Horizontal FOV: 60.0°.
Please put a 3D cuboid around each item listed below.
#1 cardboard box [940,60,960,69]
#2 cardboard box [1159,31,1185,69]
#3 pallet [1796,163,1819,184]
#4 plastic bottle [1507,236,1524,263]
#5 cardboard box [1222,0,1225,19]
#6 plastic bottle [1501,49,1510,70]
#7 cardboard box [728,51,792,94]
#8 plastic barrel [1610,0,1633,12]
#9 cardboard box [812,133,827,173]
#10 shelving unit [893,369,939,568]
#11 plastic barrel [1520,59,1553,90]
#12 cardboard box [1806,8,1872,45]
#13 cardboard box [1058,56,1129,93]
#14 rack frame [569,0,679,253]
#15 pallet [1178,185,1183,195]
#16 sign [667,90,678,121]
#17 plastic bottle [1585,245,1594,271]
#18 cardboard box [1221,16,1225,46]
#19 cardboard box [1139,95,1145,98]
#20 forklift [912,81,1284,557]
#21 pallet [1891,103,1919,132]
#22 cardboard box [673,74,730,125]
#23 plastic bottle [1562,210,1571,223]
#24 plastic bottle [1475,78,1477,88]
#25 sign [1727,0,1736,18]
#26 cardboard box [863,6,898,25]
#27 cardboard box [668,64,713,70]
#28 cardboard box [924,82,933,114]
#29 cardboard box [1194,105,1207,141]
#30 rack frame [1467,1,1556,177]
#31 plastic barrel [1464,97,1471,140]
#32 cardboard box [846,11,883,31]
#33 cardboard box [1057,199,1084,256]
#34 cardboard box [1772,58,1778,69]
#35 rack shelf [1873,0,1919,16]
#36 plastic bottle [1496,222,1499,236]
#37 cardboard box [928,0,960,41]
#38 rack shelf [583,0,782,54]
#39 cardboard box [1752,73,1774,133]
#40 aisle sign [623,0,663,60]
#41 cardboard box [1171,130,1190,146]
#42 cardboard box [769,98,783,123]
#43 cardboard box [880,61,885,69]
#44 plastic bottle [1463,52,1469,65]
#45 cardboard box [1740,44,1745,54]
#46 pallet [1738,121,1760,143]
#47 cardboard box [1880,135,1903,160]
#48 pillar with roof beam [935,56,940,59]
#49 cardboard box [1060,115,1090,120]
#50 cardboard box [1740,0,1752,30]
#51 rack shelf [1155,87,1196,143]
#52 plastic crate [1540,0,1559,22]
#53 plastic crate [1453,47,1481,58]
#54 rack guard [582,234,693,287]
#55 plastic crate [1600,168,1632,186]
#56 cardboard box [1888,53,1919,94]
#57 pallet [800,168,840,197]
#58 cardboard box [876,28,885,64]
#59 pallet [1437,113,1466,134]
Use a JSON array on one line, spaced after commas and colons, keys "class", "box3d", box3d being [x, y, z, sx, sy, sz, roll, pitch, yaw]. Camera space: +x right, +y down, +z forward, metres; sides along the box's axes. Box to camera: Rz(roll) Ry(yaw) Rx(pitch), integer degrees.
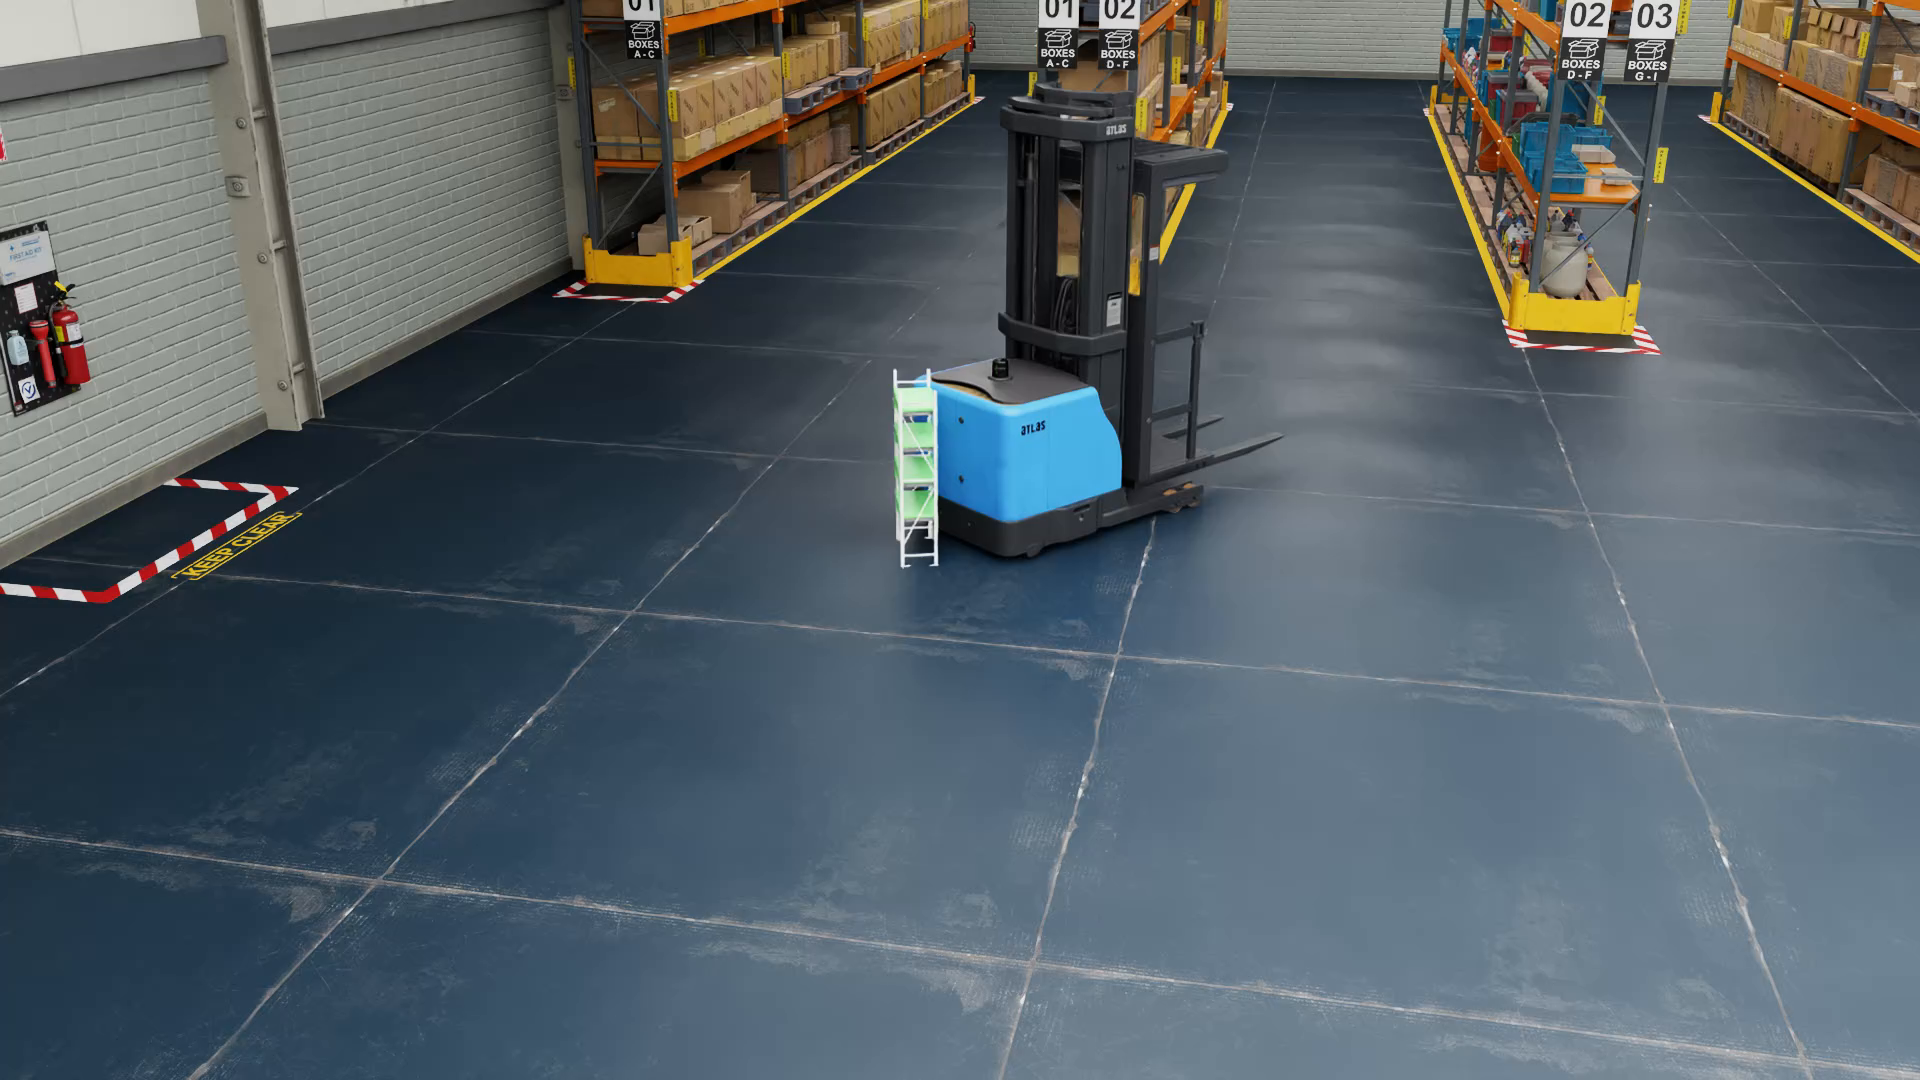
[{"class": "cardboard box", "box3d": [-0.204, -9.099, 31.848, 0.380, 0.149, 0.250, 4, 22, 10]}, {"class": "cardboard box", "box3d": [2.925, -7.266, 24.683, 0.700, 0.500, 0.500, -3, 22, -7]}, {"class": "pallet", "box3d": [13.089, -5.463, 24.636, 1.003, 0.211, 1.213, 4, 22, 11]}, {"class": "plastic bottle", "box3d": [6.146, -3.217, 18.383, 0.152, 0.276, 0.135, 5, 22, 11]}, {"class": "cardboard box", "box3d": [4.409, -9.475, 29.393, 0.500, 0.500, 0.500, 5, 23, 13]}, {"class": "plastic bottle", "box3d": [8.563, -7.497, 26.018, 0.144, 0.351, 0.185, 4, 22, 11]}, {"class": "cardboard box", "box3d": [-2.623, -6.133, 21.844, 0.700, 0.500, 0.500, 5, 22, 11]}, {"class": "plastic barrel", "box3d": [6.097, -5.454, 15.728, 0.600, 0.830, 0.708, 4, 22, 11]}, {"class": "cardboard box", "box3d": [-2.332, -5.576, 23.940, 0.700, 0.500, 0.500, 4, 22, 11]}, {"class": "shelving unit", "box3d": [-0.292, -0.471, 10.918, 0.258, 1.200, 0.503, -2, 22, -5]}, {"class": "plastic barrel", "box3d": [7.957, -6.277, 22.742, 0.600, 0.536, 0.708, 4, 22, 11]}, {"class": "cardboard box", "box3d": [13.298, -7.770, 25.153, 0.797, 0.503, 0.637, 4, 22, 10]}, {"class": "cardboard box", "box3d": [1.393, -4.697, 17.131, 0.700, 0.500, 0.500, 5, 22, 11]}, {"class": "rack frame", "box3d": [-3.576, -4.236, 17.857, 1.000, 3.000, 0.127, 4, 22, 11]}, {"class": "pallet", "box3d": [2.700, -5.194, 23.968, 1.003, 0.211, 1.213, 4, 22, 11]}, {"class": "sign", "box3d": [-3.045, -4.596, 17.592, 0.100, 0.325, 0.005, 4, 22, 11]}, {"class": "plastic bottle", "box3d": [6.798, -3.059, 17.996, 0.097, 0.271, 0.097, 0, 22, 0]}, {"class": "cardboard box", "box3d": [4.504, -9.201, 30.051, 0.500, 0.500, 0.500, 5, 22, 11]}, {"class": "cardboard box", "box3d": [1.826, -4.805, 18.268, 0.380, 0.149, 0.250, 4, 22, 10]}, {"class": "forklift", "box3d": [1.118, -1.683, 11.610, 3.031, 2.935, 1.130, -18, 28, -37]}, {"class": "pallet", "box3d": [12.240, -5.213, 20.539, 1.003, 0.211, 1.213, 4, 22, 11]}, {"class": "cardboard box", "box3d": [-2.962, -5.044, 19.032, 0.500, 0.500, 0.500, 4, 22, 9]}, {"class": "plastic bottle", "box3d": [7.089, -3.662, 19.387, 0.144, 0.351, 0.185, 4, 22, 9]}, {"class": "plastic bottle", "box3d": [7.508, -6.620, 24.042, 0.097, 0.201, 0.097, 0, 22, 0]}, {"class": "sign", "box3d": [13.694, -9.438, 29.507, 0.100, 0.325, 0.005, 4, 22, 11]}, {"class": "cardboard box", "box3d": [-1.293, -8.417, 26.674, 0.500, 0.250, 0.500, 4, 22, 10]}, {"class": "cardboard box", "box3d": [-3.277, -5.460, 20.065, 0.500, 0.500, 0.500, 5, 22, 12]}, {"class": "cardboard box", "box3d": [-0.874, -7.926, 29.802, 0.700, 0.500, 0.500, 5, 22, 12]}, {"class": "cardboard box", "box3d": [3.691, -6.727, 26.799, 0.500, 0.500, 0.500, 5, 22, 12]}, {"class": "rack frame", "box3d": [7.755, -6.407, 23.246, 1.000, 3.000, 0.127, 4, 22, 11]}, {"class": "plastic barrel", "box3d": [8.443, -6.893, 26.701, 0.600, 0.901, 0.708, 4, 22, 11]}, {"class": "cardboard box", "box3d": [-1.490, -8.046, 25.755, 0.500, 0.250, 0.500, 4, 22, 10]}, {"class": "cardboard box", "box3d": [1.092, -3.346, 17.761, 0.500, 0.500, 0.500, 4, 22, 11]}, {"class": "cardboard box", "box3d": [13.214, -7.606, 26.561, 0.380, 0.149, 0.250, 5, 22, 12]}, {"class": "rack shelf", "box3d": [12.196, -6.355, 20.067, 1.077, 0.370, 4.000, 4, 22, 11]}, {"class": "plastic bottle", "box3d": [6.403, -3.692, 19.663, 0.097, 0.201, 0.097, 0, 22, 0]}, {"class": "cardboard box", "box3d": [-0.543, -9.773, 31.202, 0.980, 0.700, 0.700, 4, 22, 10]}, {"class": "rack shelf", "box3d": [-3.168, -6.025, 19.247, 1.077, 0.370, 4.000, 4, 22, 11]}, {"class": "cardboard box", "box3d": [13.817, -7.266, 27.661, 0.875, 0.875, 0.875, 4, 22, 11]}, {"class": "aisle sign", "box3d": [-3.297, -5.393, 17.249, 0.394, 0.787, 0.004, 4, 22, 11]}, {"class": "cardboard box", "box3d": [3.041, -5.755, 23.995, 0.500, 0.311, 0.500, 5, 22, 12]}, {"class": "cardboard box", "box3d": [-2.560, -5.442, 21.026, 0.500, 0.250, 0.500, 5, 22, 11]}, {"class": "cardboard box", "box3d": [-1.414, -7.630, 26.593, 0.380, 0.149, 0.250, 5, 22, 12]}, {"class": "plastic bottle", "box3d": [8.026, -7.580, 26.333, 0.097, 0.271, 0.097, 0, 22, 0]}, {"class": "cardboard box", "box3d": [13.686, -8.451, 28.657, 0.380, 0.149, 0.250, 4, 22, 10]}, {"class": "pallet", "box3d": [13.898, -6.918, 28.249, 1.003, 0.211, 1.213, 4, 22, 11]}, {"class": "cardboard box", "box3d": [12.496, -5.174, 21.939, 0.500, 0.250, 0.500, 5, 23, 13]}, {"class": "pillar with roof beam", "box3d": [3.607, -13.596, 33.066, 9.100, 9.000, 0.400, 4, 22, 11]}, {"class": "cardboard box", "box3d": [1.166, -4.361, 17.166, 0.380, 0.149, 0.250, 4, 22, 10]}, {"class": "cardboard box", "box3d": [13.772, -9.033, 28.567, 0.500, 0.500, 0.500, 4, 22, 10]}, {"class": "rack shelf", "box3d": [2.498, -5.721, 22.505, 1.077, 0.370, 4.000, 4, 22, 11]}, {"class": "plastic crate", "box3d": [6.217, -5.585, 17.213, 0.392, 0.384, 0.575, 4, 22, 11]}, {"class": "plastic crate", "box3d": [8.537, -8.200, 27.986, 0.437, 0.125, 0.590, 4, 22, 11]}, {"class": "rack guard", "box3d": [-3.561, -3.104, 18.393, 1.175, 0.500, 0.348, 4, 22, 11]}, {"class": "plastic crate", "box3d": [6.620, -3.661, 16.783, 0.298, 0.136, 0.250, 4, 22, 11]}, {"class": "cardboard box", "box3d": [12.533, -6.070, 21.714, 0.500, 0.500, 0.500, 2, 22, 4]}, {"class": "pallet", "box3d": [-2.356, -5.138, 23.828, 1.003, 0.211, 1.213, 4, 22, 11]}, {"class": "cardboard box", "box3d": [-1.478, -7.705, 25.910, 0.500, 0.500, 0.500, 5, 23, 13]}, {"class": "pallet", "box3d": [8.930, -7.296, 29.186, 1.003, 0.211, 1.213, 4, 22, 11]}]
